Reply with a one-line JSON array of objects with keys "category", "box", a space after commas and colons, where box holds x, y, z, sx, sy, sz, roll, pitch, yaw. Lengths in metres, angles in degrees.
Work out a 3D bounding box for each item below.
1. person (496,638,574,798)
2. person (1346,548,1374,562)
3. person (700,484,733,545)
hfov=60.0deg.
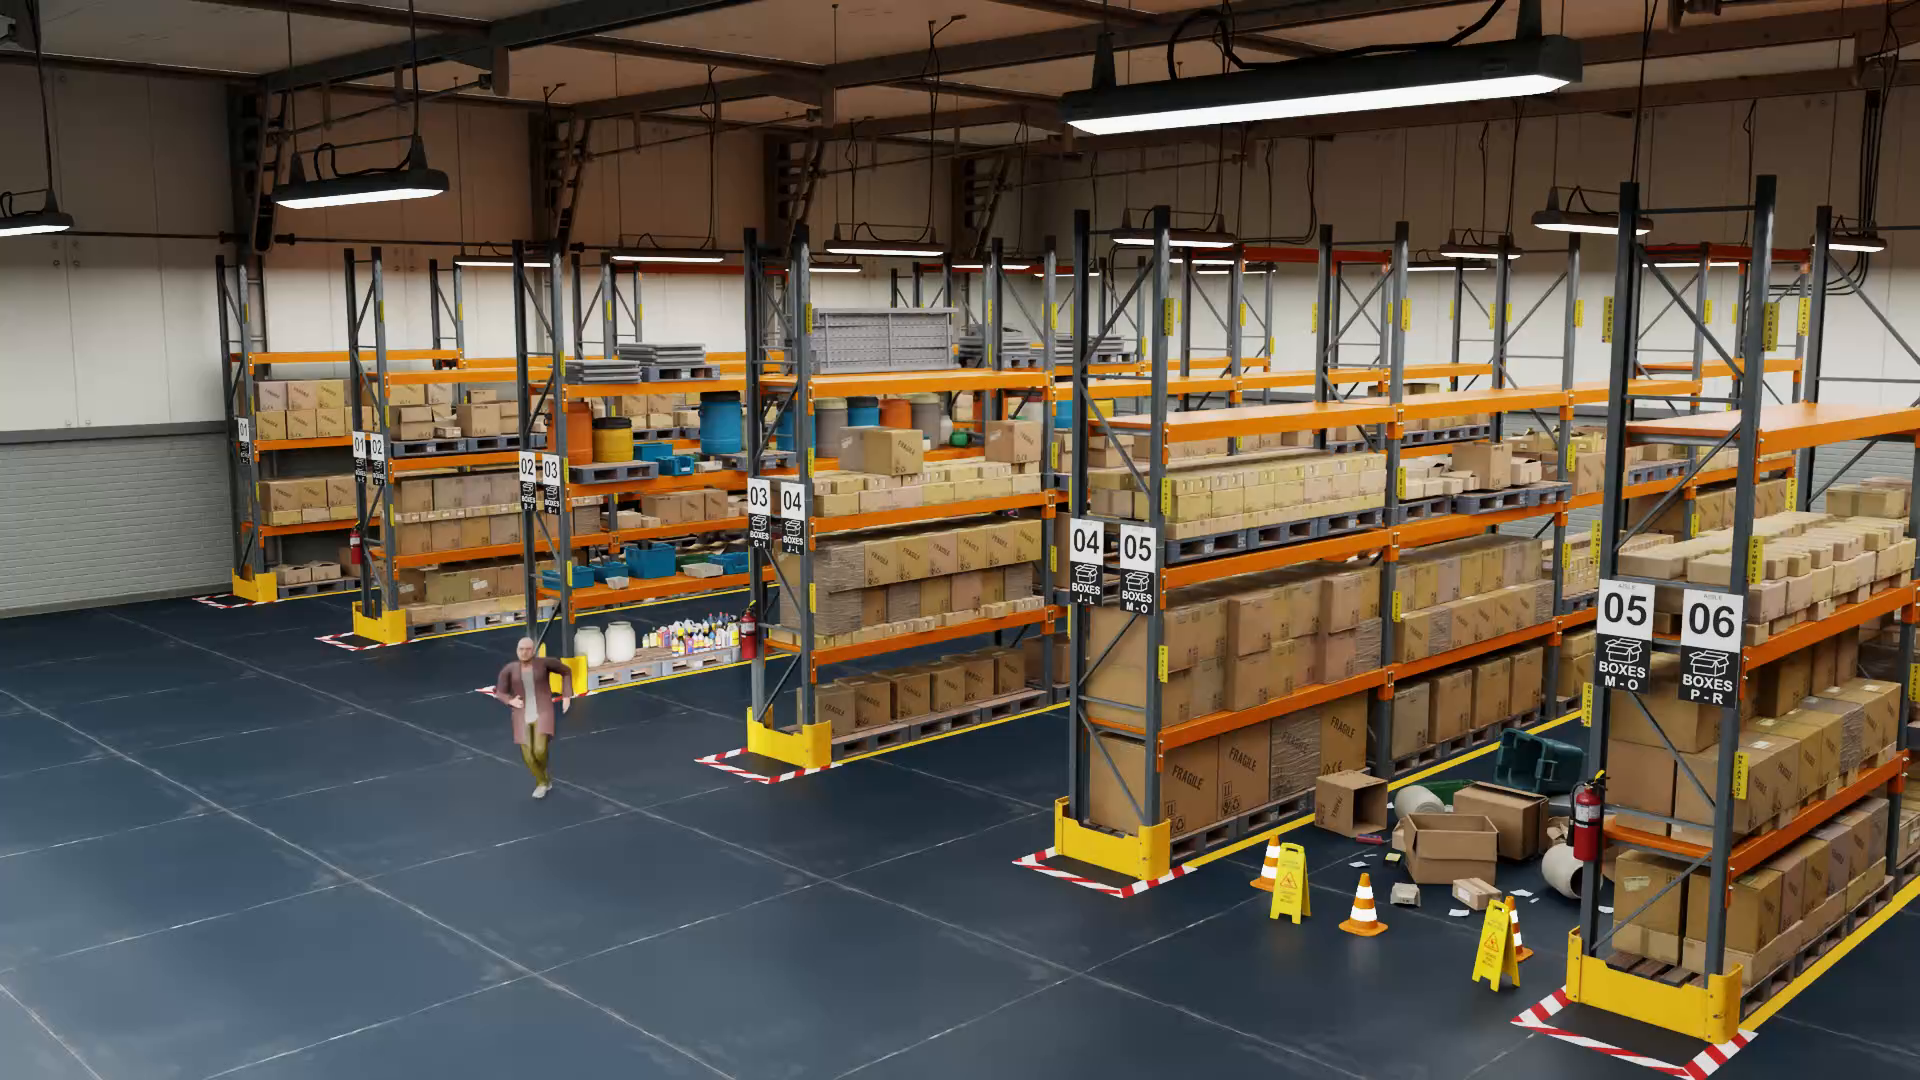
[{"category": "person", "box": [-4.428, 1.867, 17.306, 0.761, 1.728, 0.723, -1, 8, -6]}, {"category": "person", "box": [5.948, 0.843, 24.503, 0.726, 1.755, 0.959, 6, 10, 37]}, {"category": "person", "box": [-4.993, -0.427, 33.545, 0.678, 1.713, 1.010, 7, 11, 42]}]
